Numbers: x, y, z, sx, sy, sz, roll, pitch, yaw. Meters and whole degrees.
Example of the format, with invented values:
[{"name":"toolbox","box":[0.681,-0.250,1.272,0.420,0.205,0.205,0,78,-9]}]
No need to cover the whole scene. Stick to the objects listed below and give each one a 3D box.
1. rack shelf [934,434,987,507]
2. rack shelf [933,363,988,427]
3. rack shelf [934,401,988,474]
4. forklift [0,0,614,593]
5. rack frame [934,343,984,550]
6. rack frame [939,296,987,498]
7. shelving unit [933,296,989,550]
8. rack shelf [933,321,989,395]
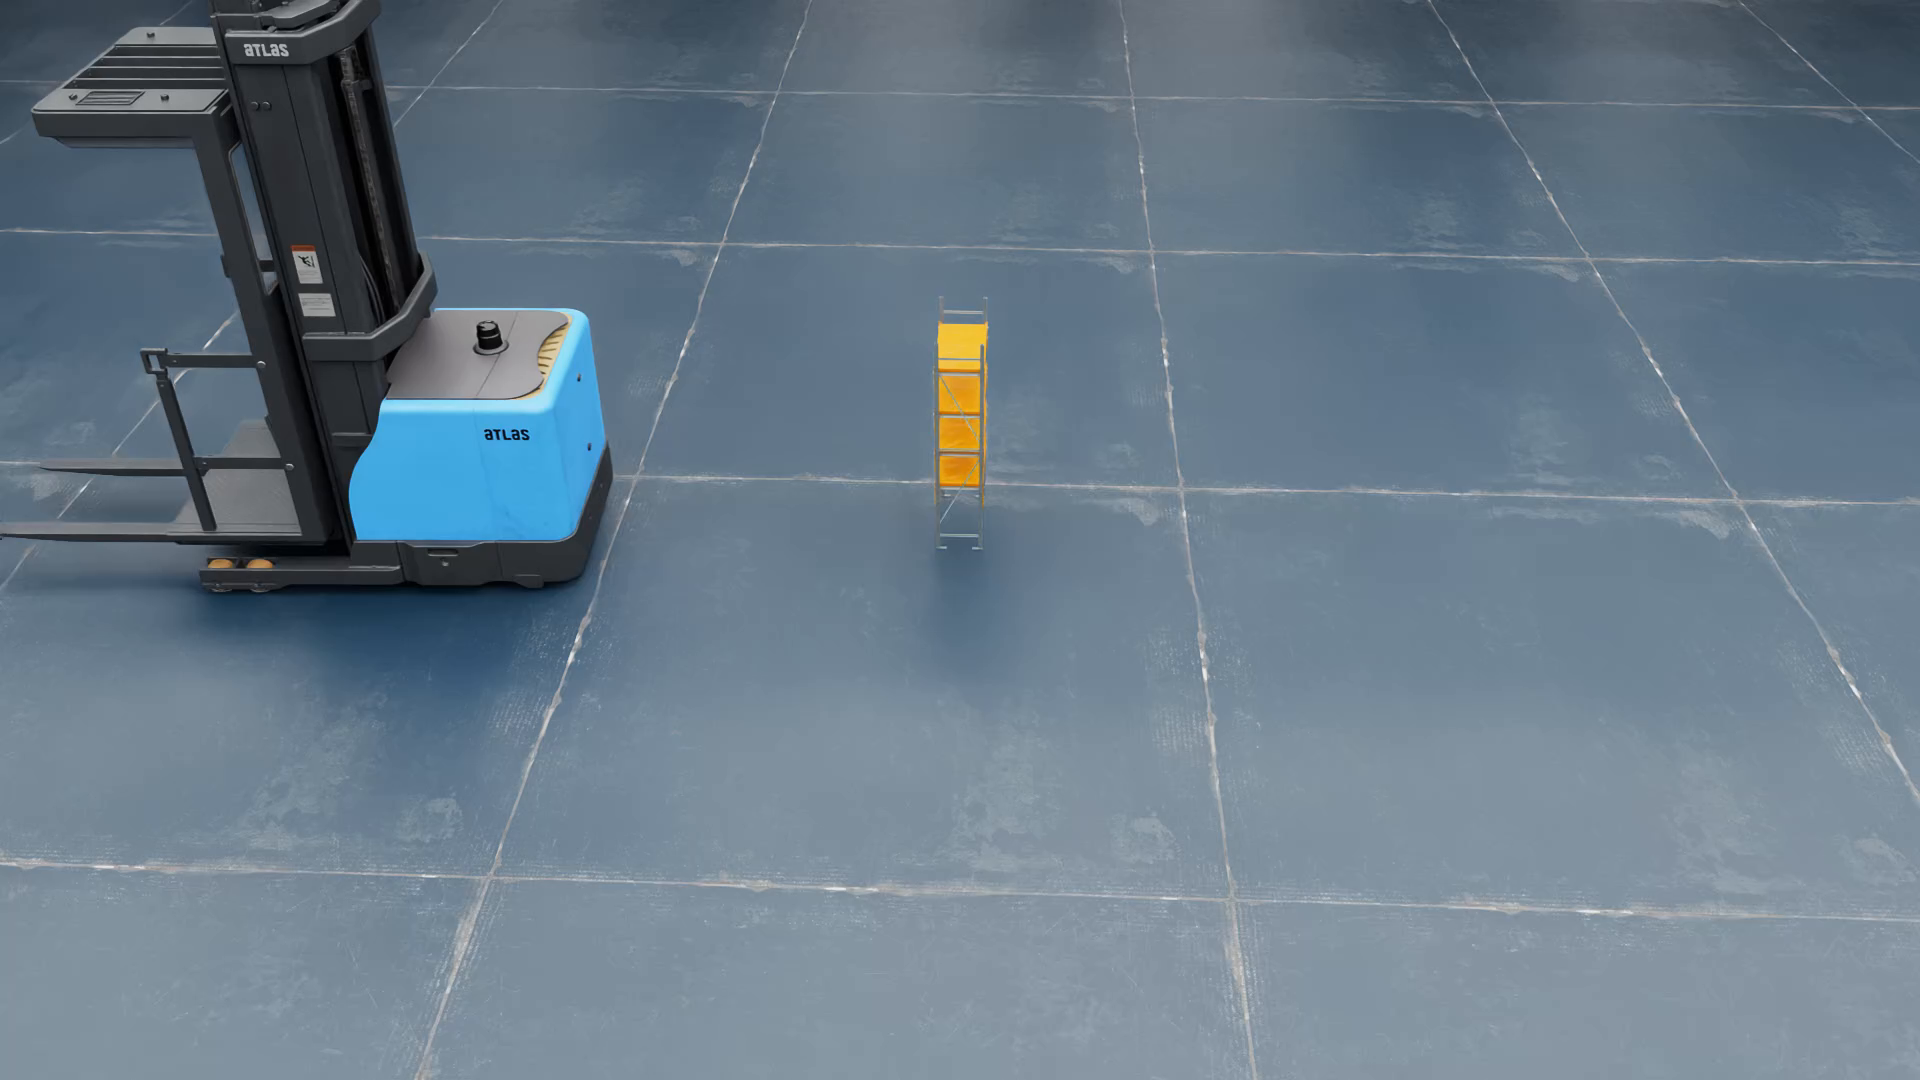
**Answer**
[{"name":"rack shelf","box":[0.007,-0.368,8.639,0.258,0.148,0.480,1,35,2]},{"name":"rack shelf","box":[0.007,-0.714,8.396,0.258,0.148,0.480,1,35,2]},{"name":"rack shelf","box":[0.007,-0.531,8.525,0.258,0.148,0.480,1,35,2]},{"name":"forklift","box":[-3.405,-1.241,7.913,3.031,2.935,1.130,0,35,0]},{"name":"rack frame","box":[-0.003,-0.446,8.287,0.240,1.200,0.015,1,35,2]},{"name":"rack frame","box":[0.016,-0.726,8.686,0.240,1.200,0.015,1,35,2]},{"name":"shelving unit","box":[0.007,-0.586,8.486,0.258,1.200,0.503,1,35,2]},{"name":"rack shelf","box":[0.007,-0.907,8.260,0.258,0.148,0.480,1,35,2]}]
